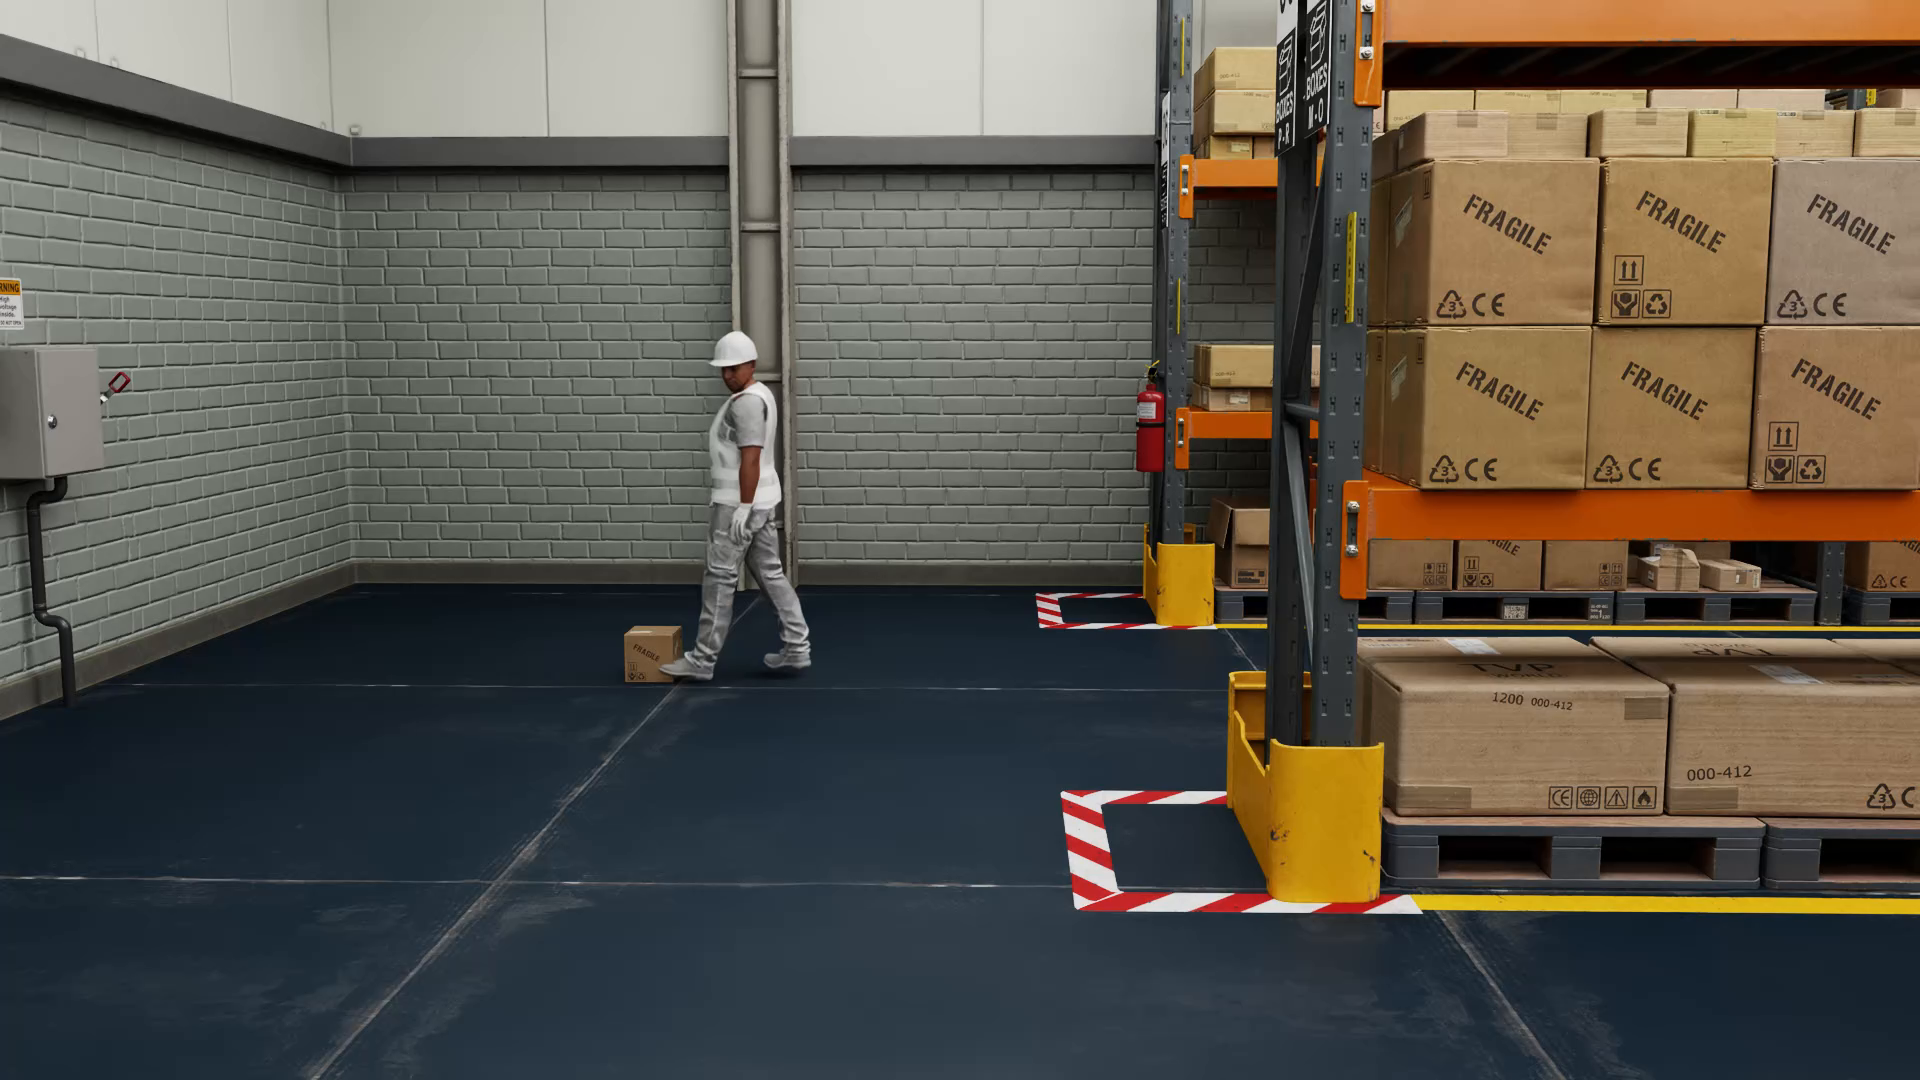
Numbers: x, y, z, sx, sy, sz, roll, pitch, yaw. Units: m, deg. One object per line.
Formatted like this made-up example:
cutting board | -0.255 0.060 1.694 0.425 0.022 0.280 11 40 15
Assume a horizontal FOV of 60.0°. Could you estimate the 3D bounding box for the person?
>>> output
person | -1.167 -0.176 8.527 0.779 1.774 0.597 1 7 7
